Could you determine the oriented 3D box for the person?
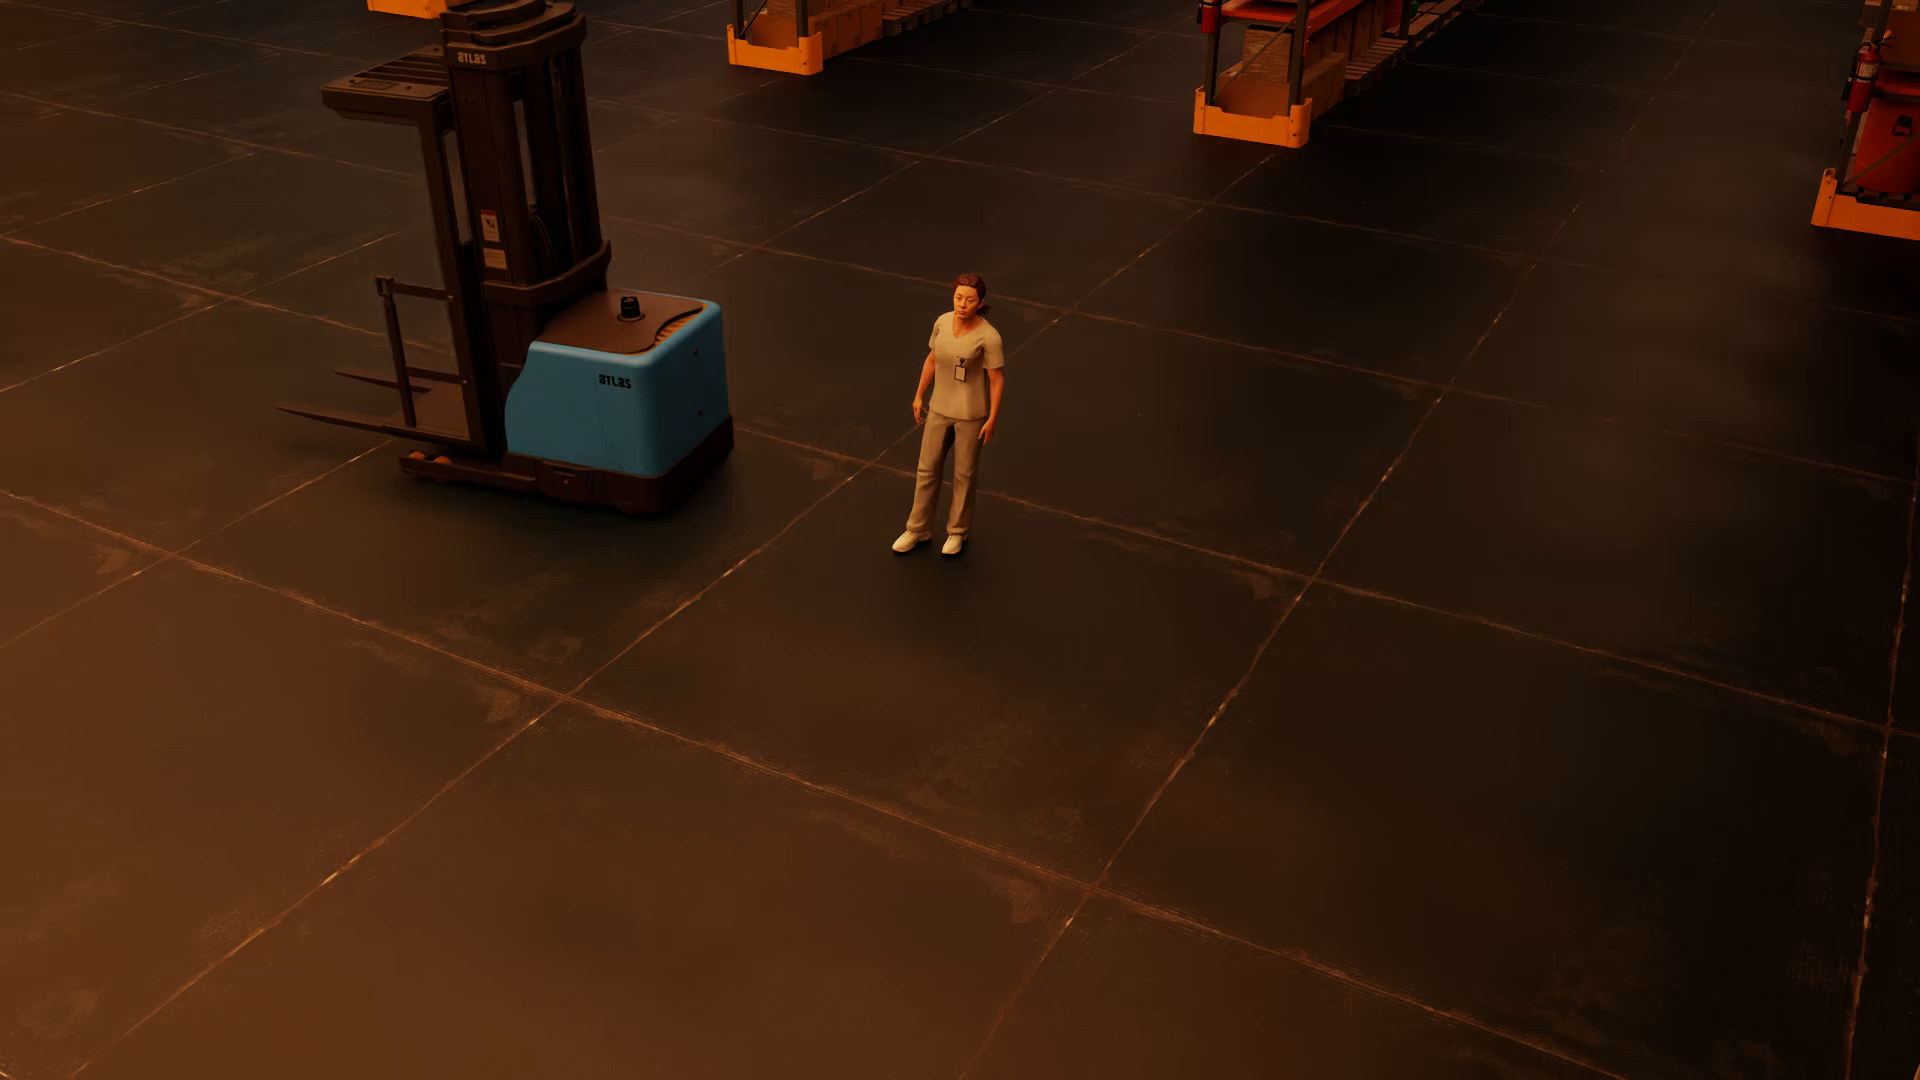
[{"bbox_3d":[-0.052,-0.700,9.524,0.549,1.673,0.532,15,33,25],"label":"person"}]

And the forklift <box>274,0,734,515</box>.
[{"bbox_3d":[-3.055,-1.868,10.307,3.031,2.935,1.130,10,32,17],"label":"forklift"}]
